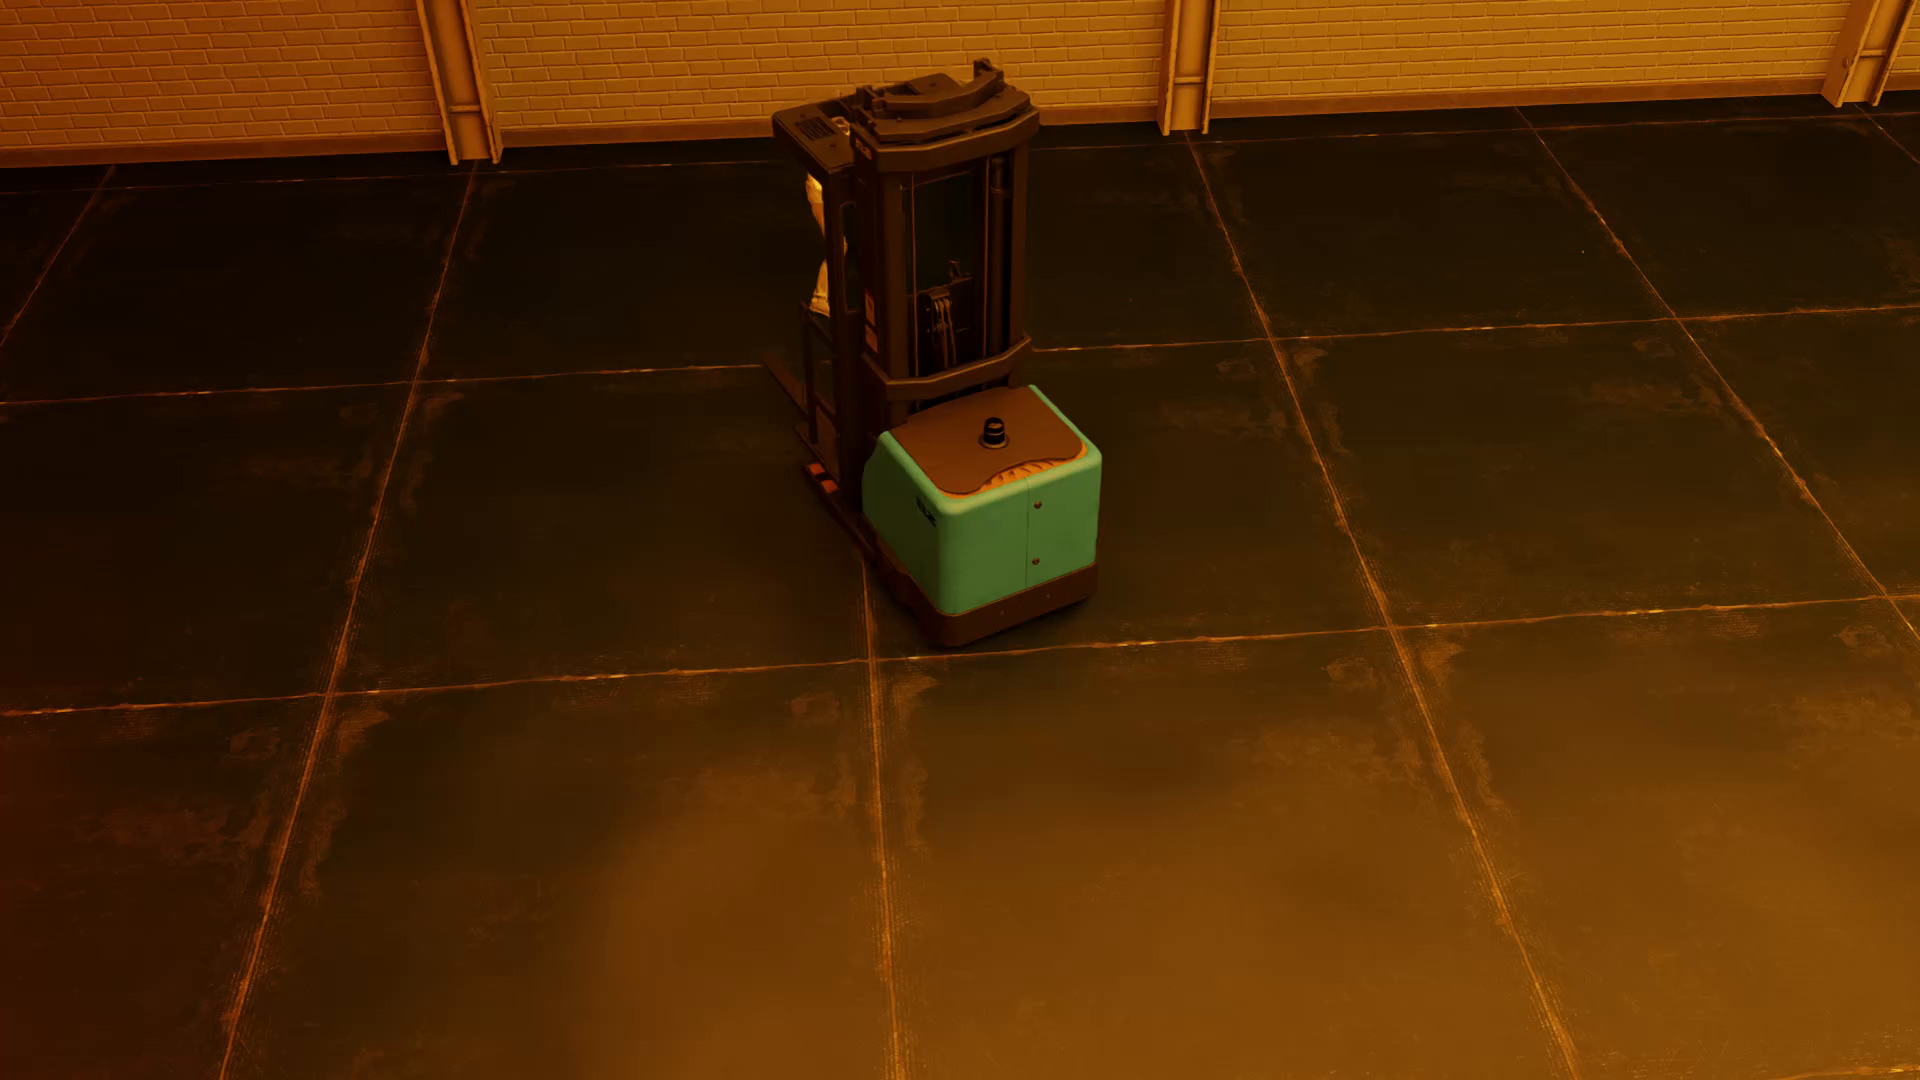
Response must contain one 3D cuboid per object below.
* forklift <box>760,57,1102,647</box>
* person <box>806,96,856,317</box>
[{"bbox_3d":[-0.349,-1.458,9.643,1.130,2.935,3.031,-19,44,-21],"label":"forklift"},{"bbox_3d":[-0.776,-2.480,11.982,0.678,1.443,1.045,27,47,28],"label":"person"}]
